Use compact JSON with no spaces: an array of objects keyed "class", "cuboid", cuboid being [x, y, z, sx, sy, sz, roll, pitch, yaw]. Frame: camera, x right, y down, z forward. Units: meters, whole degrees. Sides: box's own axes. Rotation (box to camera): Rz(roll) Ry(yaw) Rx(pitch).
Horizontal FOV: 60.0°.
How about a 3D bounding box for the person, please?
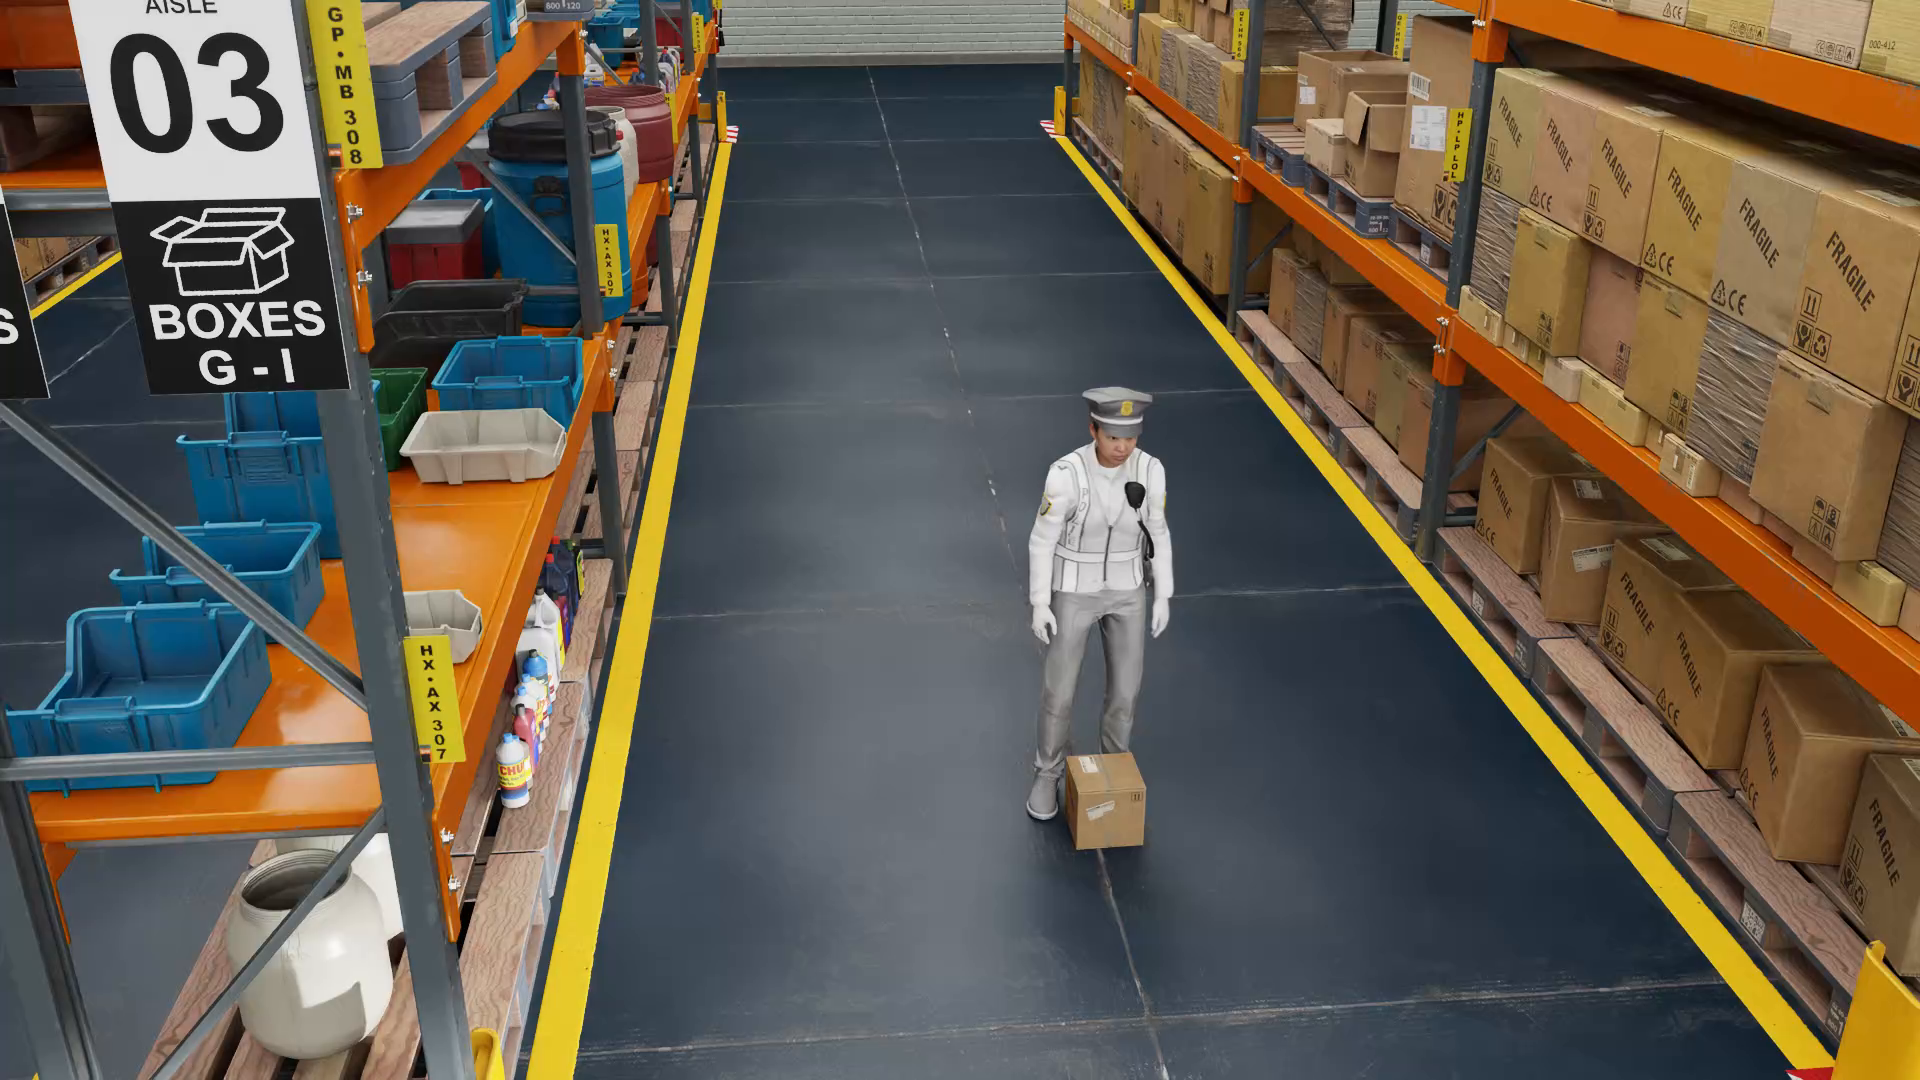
[{"class":"person","cuboid":[0.513,0.221,6.092,0.547,1.667,0.369,-3,24,-8]}]
